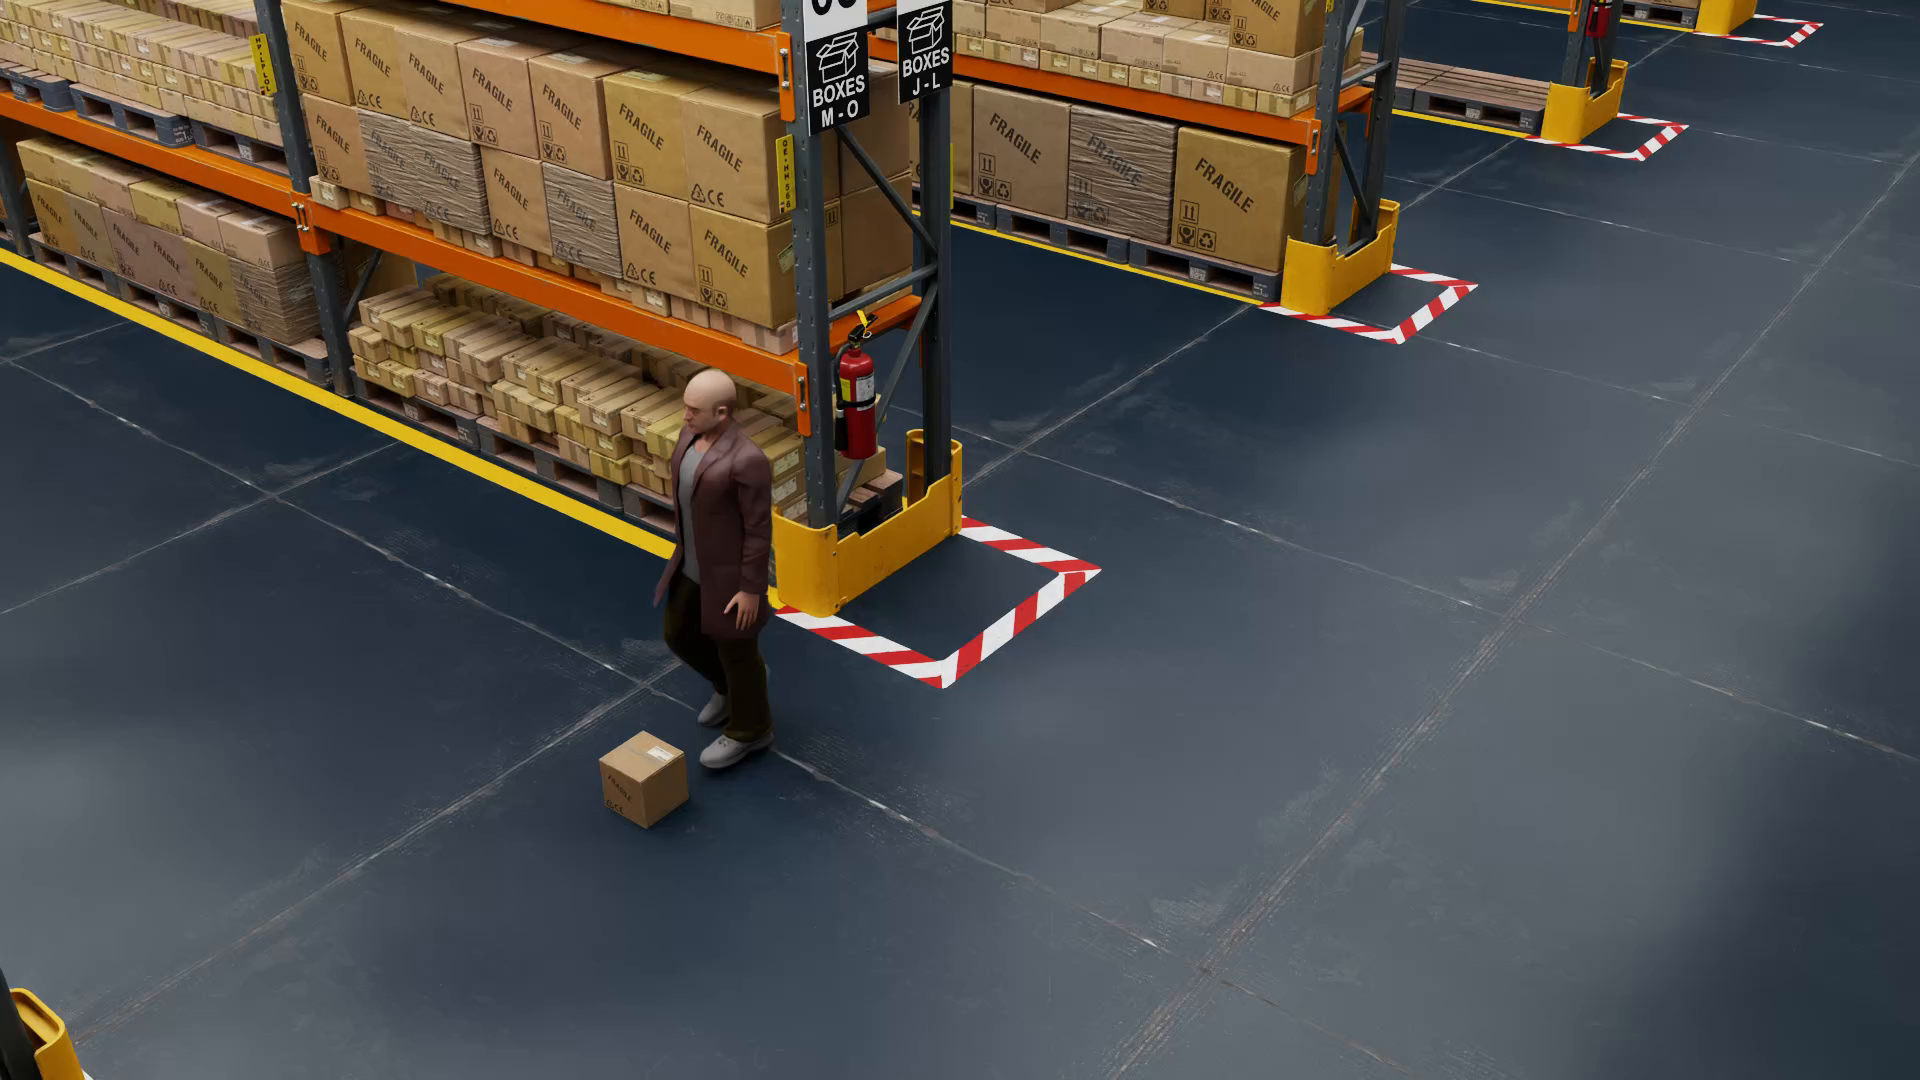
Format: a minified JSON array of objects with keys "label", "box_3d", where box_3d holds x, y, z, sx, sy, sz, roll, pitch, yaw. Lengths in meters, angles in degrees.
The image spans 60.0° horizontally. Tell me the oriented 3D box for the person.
[{"label":"person","box_3d":[-1.018,0.149,6.908,0.600,1.846,0.384,26,40,37]}]
